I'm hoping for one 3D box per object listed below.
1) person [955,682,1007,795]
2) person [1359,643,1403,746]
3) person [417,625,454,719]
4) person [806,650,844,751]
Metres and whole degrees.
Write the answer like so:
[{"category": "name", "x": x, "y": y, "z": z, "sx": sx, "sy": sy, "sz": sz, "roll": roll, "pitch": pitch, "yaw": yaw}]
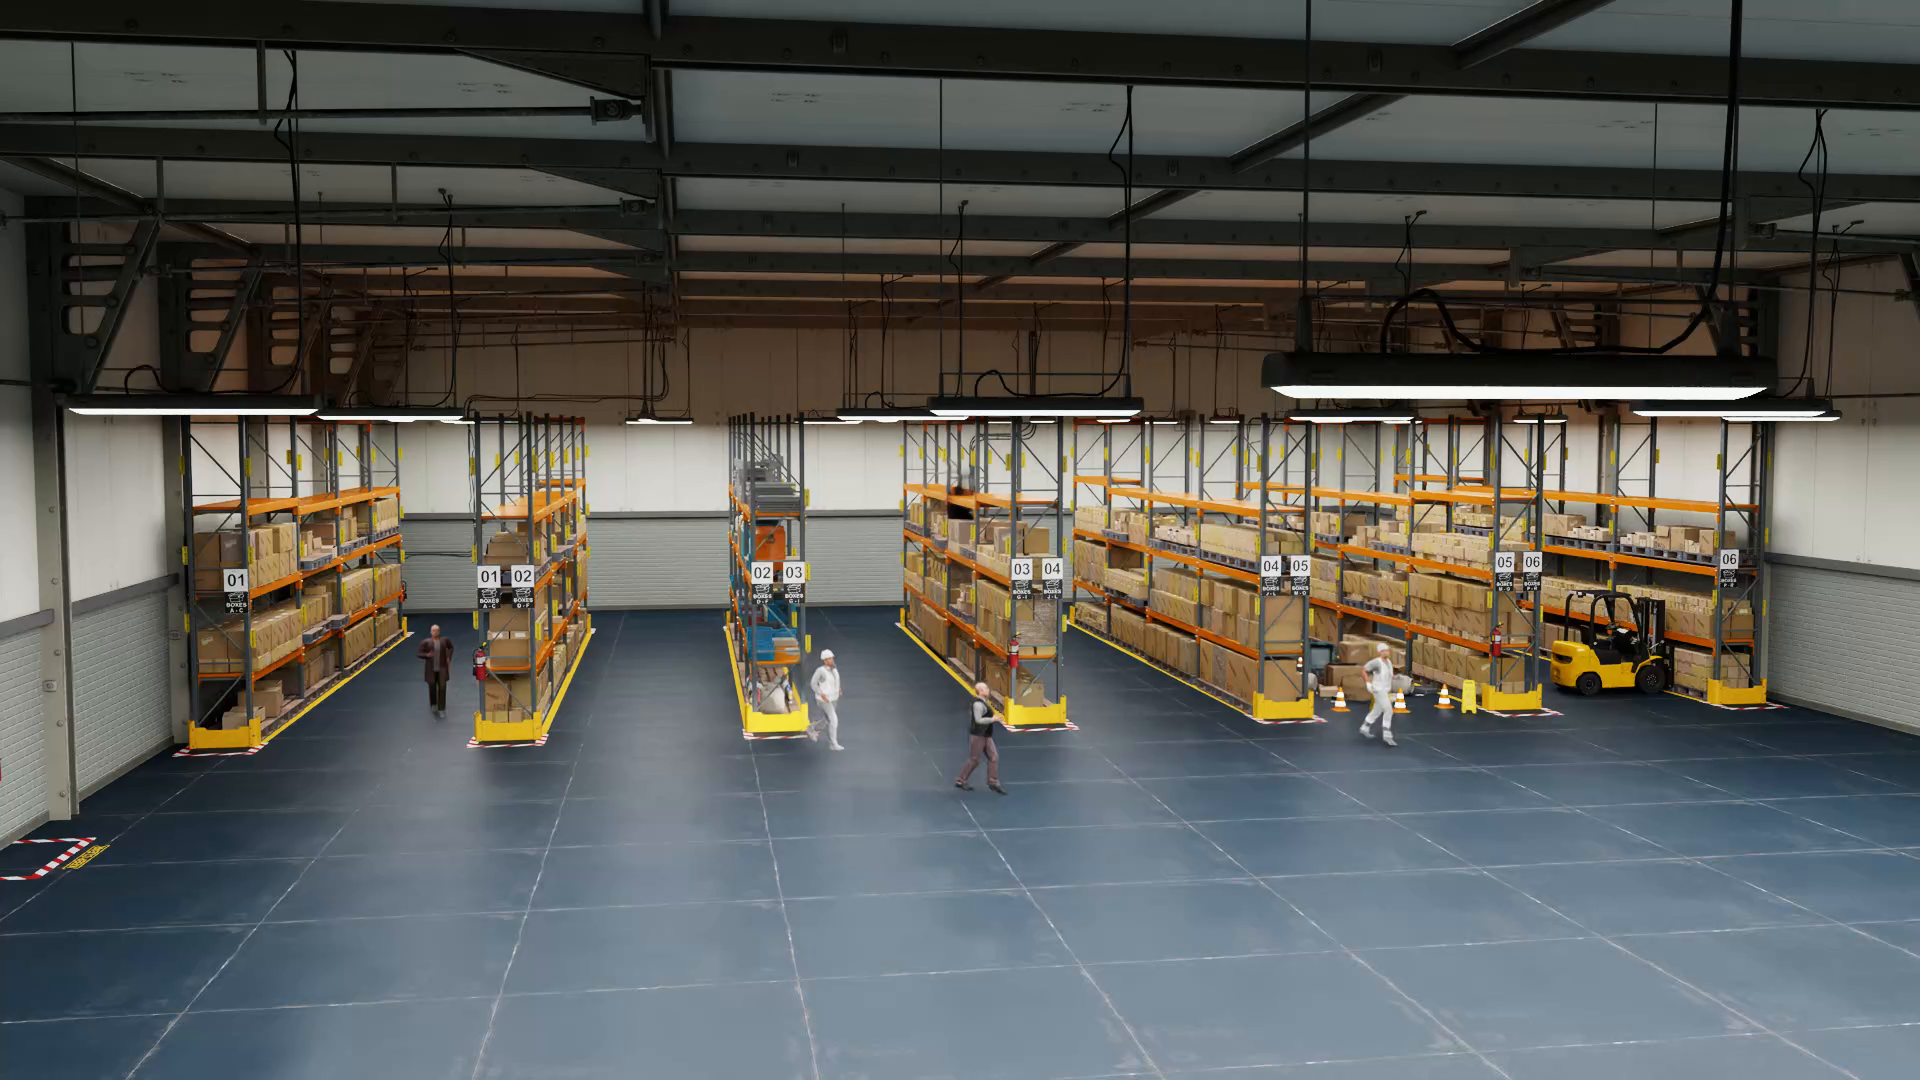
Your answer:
[{"category": "person", "x": 0.327, "y": 3.086, "z": 25.857, "sx": 0.801, "sy": 1.755, "sz": 0.654, "roll": 1, "pitch": 4, "yaw": 12}, {"category": "person", "x": 7.631, "y": 2.782, "z": 30.185, "sx": 0.809, "sy": 1.841, "sz": 0.638, "roll": 3, "pitch": 5, "yaw": 38}, {"category": "person", "x": -10.335, "y": 2.570, "z": 32.814, "sx": 0.701, "sy": 1.792, "sz": 0.949, "roll": -1, "pitch": 4, "yaw": -21}, {"category": "person", "x": -2.402, "y": 2.823, "z": 29.507, "sx": 0.840, "sy": 1.768, "sz": 0.660, "roll": 2, "pitch": 4, "yaw": 30}]
